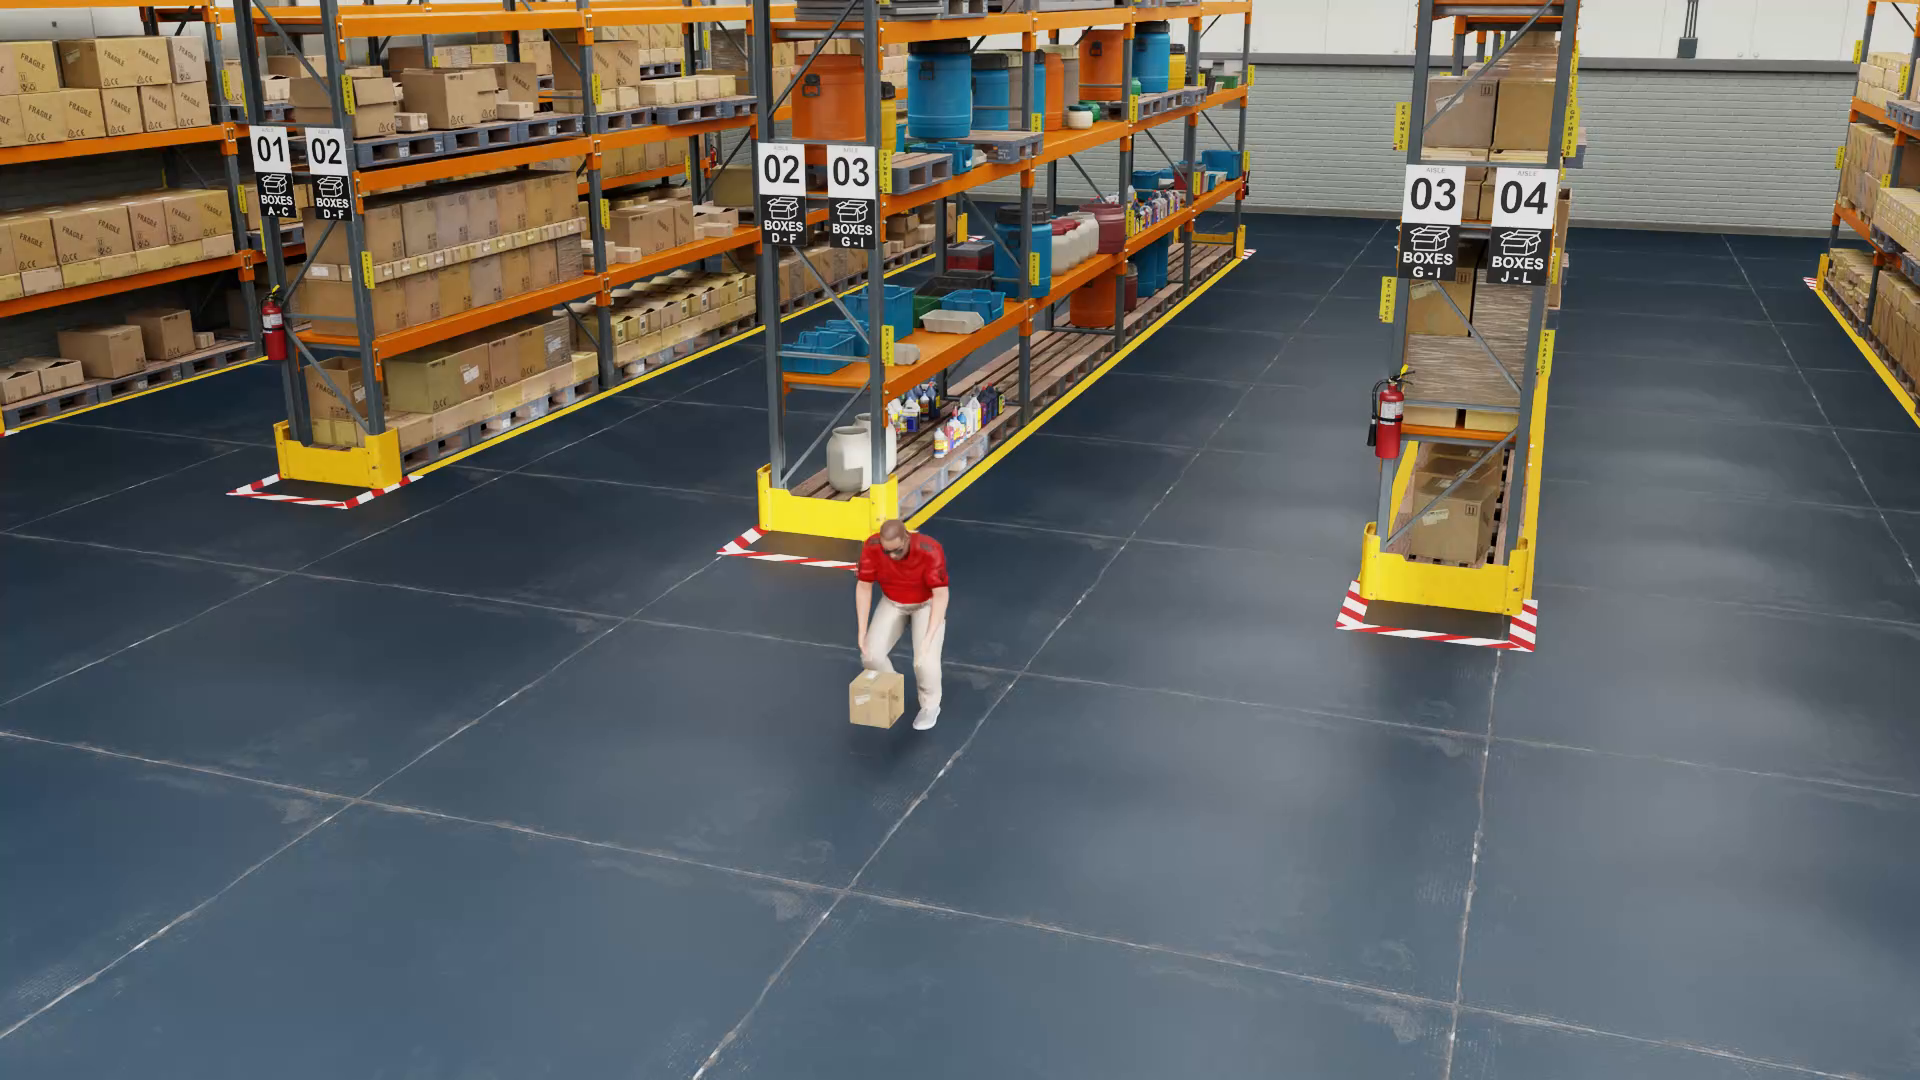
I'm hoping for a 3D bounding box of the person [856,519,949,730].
[{"bbox_3d":[-0.315,0.473,10.203,0.590,1.402,0.705,6,20,18],"label":"person"}]
